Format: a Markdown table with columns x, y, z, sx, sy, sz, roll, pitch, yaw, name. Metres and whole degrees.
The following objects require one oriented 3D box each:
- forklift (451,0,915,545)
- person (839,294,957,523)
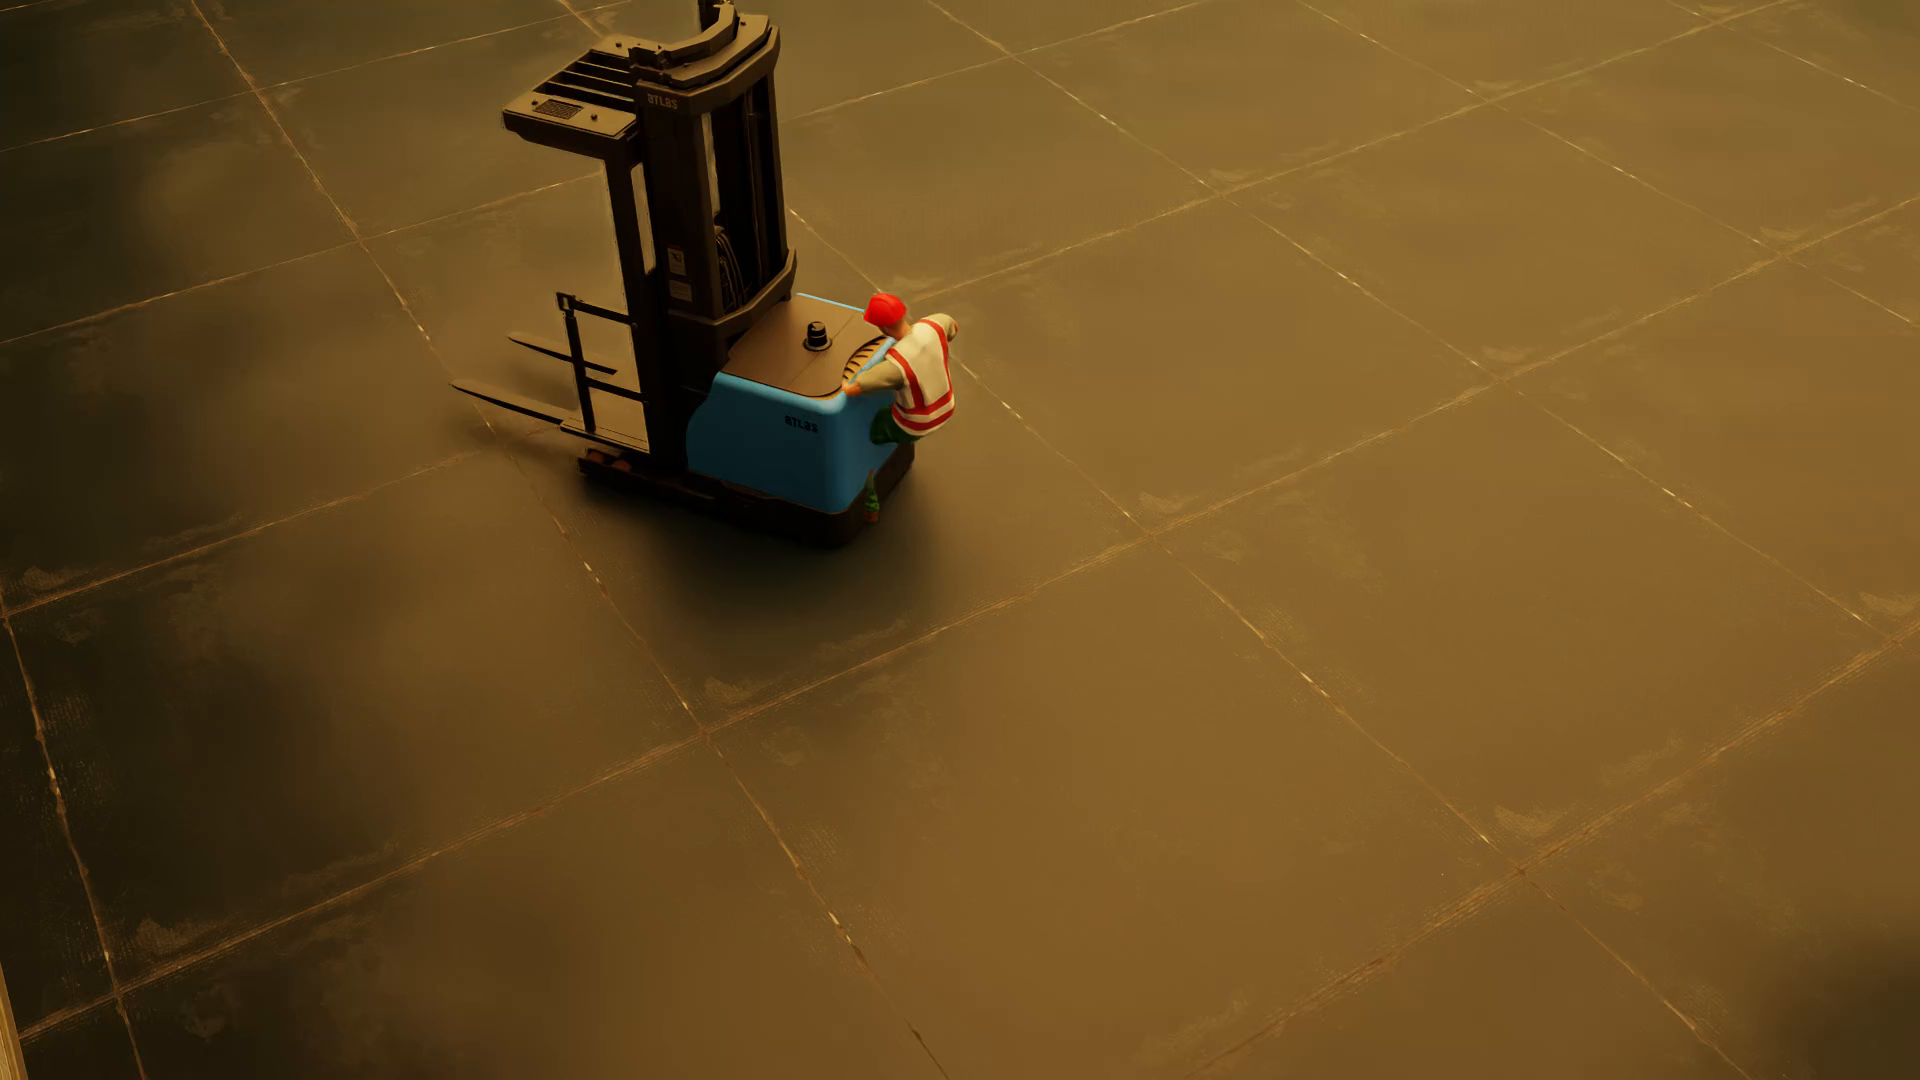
| x | y | z | sx | sy | sz | roll | pitch | yaw | name |
| --- | --- | --- | --- | --- | --- | --- | --- | --- | --- |
| -1.843 | -1.736 | 9.858 | 3.031 | 2.935 | 1.130 | 17 | 44 | 19 | forklift |
| -0.452 | -0.898 | 9.977 | 0.890 | 1.559 | 0.954 | 33 | 51 | 32 | person |
